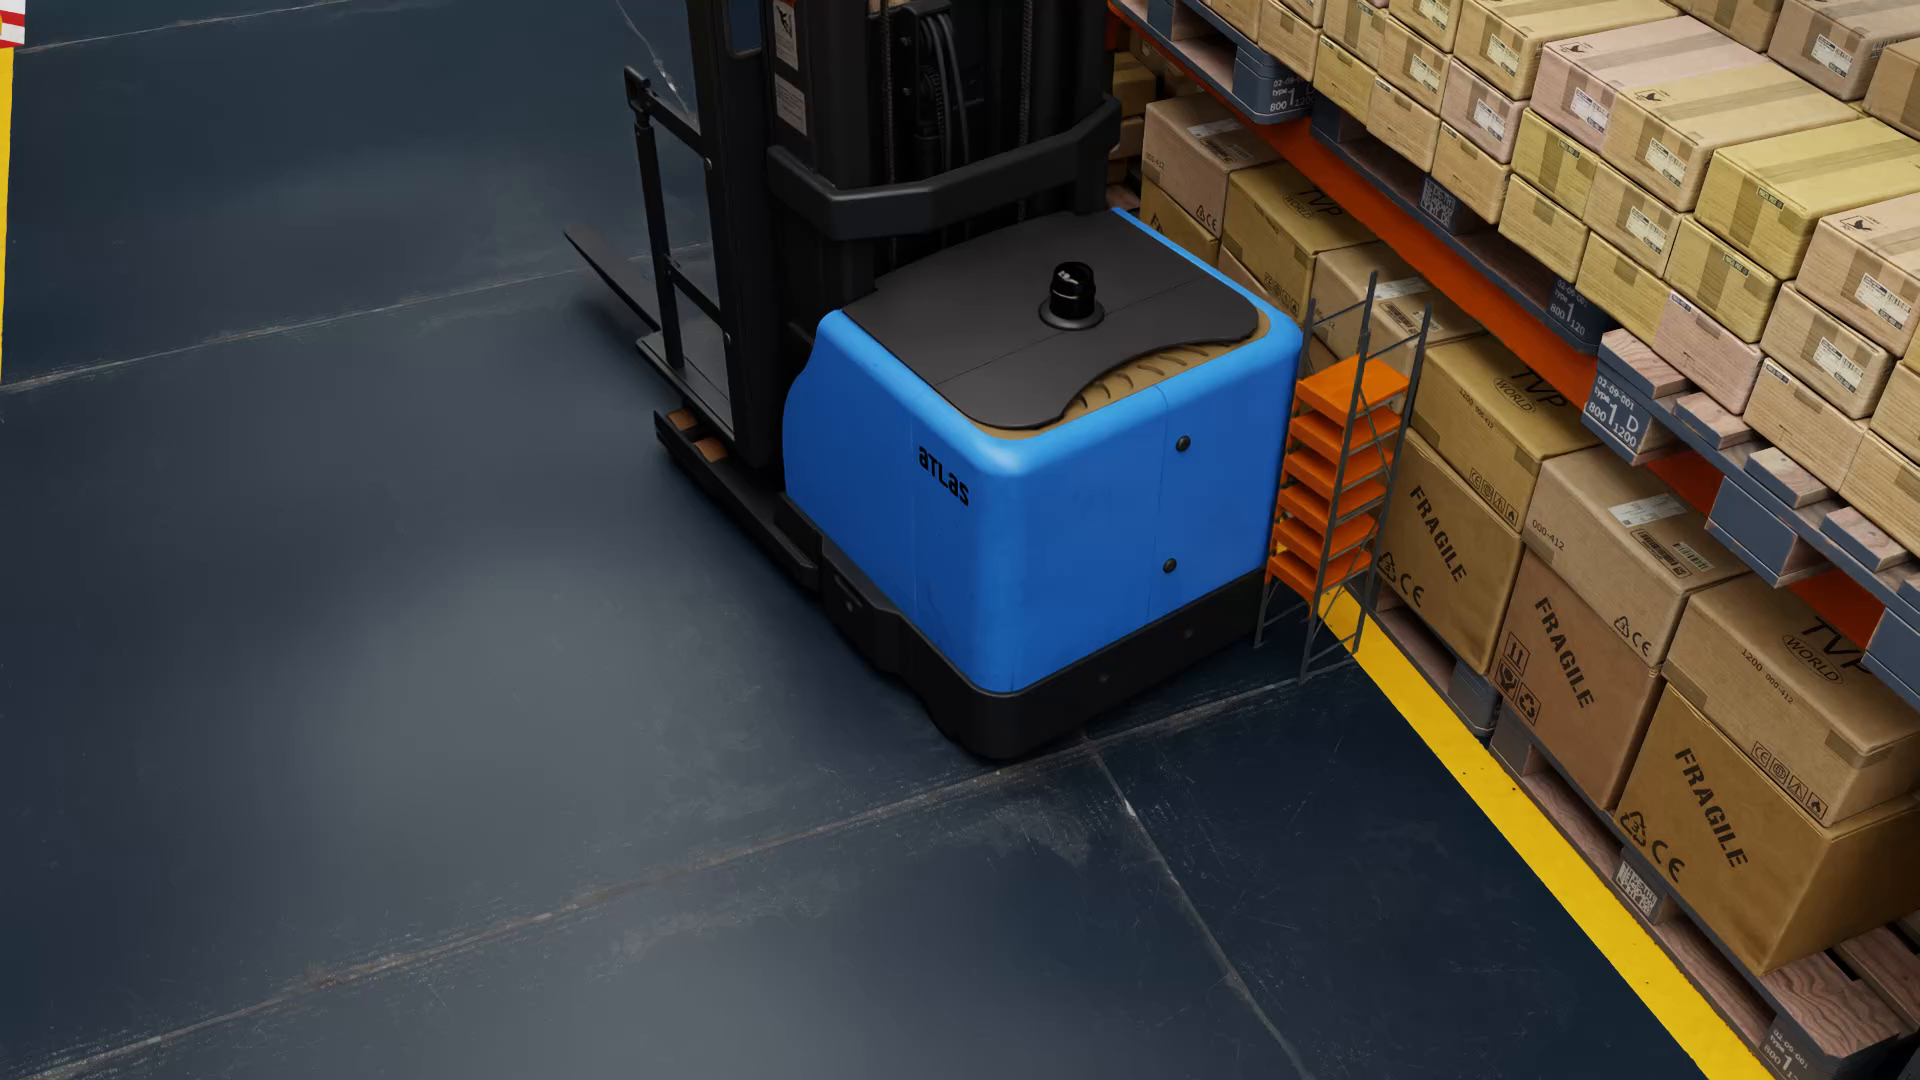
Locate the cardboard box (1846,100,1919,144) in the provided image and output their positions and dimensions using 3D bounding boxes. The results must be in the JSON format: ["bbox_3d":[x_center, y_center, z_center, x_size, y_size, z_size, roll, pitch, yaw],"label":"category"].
[{"bbox_3d":[2.123,-0.855,3.586,0.380,0.149,0.250,-15,43,-17],"label":"cardboard box"}]

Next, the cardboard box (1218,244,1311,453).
[{"bbox_3d":[1.141,-0.654,5.305,0.500,0.500,0.500,-13,42,-15],"label":"cardboard box"}]

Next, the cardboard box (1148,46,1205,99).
[{"bbox_3d":[0.959,-1.835,6.492,0.380,0.149,0.250,-13,42,-15],"label":"cardboard box"}]

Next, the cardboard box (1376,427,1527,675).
[{"bbox_3d":[1.524,-0.033,4.583,0.500,0.500,0.500,-17,44,-19],"label":"cardboard box"}]

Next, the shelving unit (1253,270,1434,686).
[{"bbox_3d":[1.012,-0.132,4.483,0.258,1.200,0.189,-25,47,-26],"label":"shelving unit"}]

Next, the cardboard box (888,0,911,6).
[{"bbox_3d":[-0.122,-2.436,7.647,0.380,0.149,0.250,-15,43,-17],"label":"cardboard box"}]

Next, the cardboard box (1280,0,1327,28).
[{"bbox_3d":[1.031,-1.467,4.298,0.380,0.149,0.250,-13,42,-15],"label":"cardboard box"}]

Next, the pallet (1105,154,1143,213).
[{"bbox_3d":[0.610,-1.611,6.961,1.003,0.211,1.213,-15,43,-17],"label":"pallet"}]

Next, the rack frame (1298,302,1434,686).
[{"bbox_3d":[1.066,-0.083,4.427,0.240,1.200,0.006,-25,47,-26],"label":"rack frame"}]

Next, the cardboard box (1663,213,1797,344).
[{"bbox_3d":[1.614,-0.542,3.222,0.380,0.149,0.250,-14,43,-16],"label":"cardboard box"}]

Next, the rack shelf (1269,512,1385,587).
[{"bbox_3d":[1.012,-0.007,4.590,0.258,0.103,0.180,-25,47,-26],"label":"rack shelf"}]

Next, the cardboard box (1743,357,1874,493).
[{"bbox_3d":[1.723,-0.259,3.121,0.380,0.149,0.250,-15,43,-17],"label":"cardboard box"}]

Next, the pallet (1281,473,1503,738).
[{"bbox_3d":[1.669,-0.010,5.100,1.003,0.211,1.213,-15,43,-17],"label":"pallet"}]

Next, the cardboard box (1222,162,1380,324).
[{"bbox_3d":[1.144,-0.937,5.059,0.500,0.250,0.500,-14,43,-16],"label":"cardboard box"}]

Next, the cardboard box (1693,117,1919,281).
[{"bbox_3d":[1.625,-0.643,3.111,0.380,0.149,0.250,-14,43,-16],"label":"cardboard box"}]

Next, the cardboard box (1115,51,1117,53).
[{"bbox_3d":[0.389,-1.869,6.532,0.380,0.149,0.250,-15,43,-16],"label":"cardboard box"}]

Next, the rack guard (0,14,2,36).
[{"bbox_3d":[-5.261,-2.572,7.857,1.175,0.500,0.348,-15,43,-17],"label":"rack guard"}]

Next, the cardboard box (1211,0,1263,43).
[{"bbox_3d":[0.924,-1.515,4.582,0.380,0.149,0.250,-15,43,-16],"label":"cardboard box"}]

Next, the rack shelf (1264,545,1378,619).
[{"bbox_3d":[1.012,0.084,4.668,0.258,0.103,0.180,-25,47,-26],"label":"rack shelf"}]

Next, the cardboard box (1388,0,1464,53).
[{"bbox_3d":[1.227,-1.269,3.840,0.380,0.149,0.250,-14,43,-16],"label":"cardboard box"}]

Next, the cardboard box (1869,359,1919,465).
[{"bbox_3d":[1.820,-0.223,2.852,0.380,0.149,0.250,-14,43,-16],"label":"cardboard box"}]

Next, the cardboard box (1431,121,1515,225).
[{"bbox_3d":[1.331,-0.883,3.847,0.380,0.149,0.250,-14,43,-16],"label":"cardboard box"}]

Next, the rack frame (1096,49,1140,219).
[{"bbox_3d":[0.900,-2.272,5.592,1.000,3.000,0.127,-15,43,-17],"label":"rack frame"}]

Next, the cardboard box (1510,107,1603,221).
[{"bbox_3d":[1.425,-0.843,3.572,0.380,0.149,0.250,-15,43,-17],"label":"cardboard box"}]

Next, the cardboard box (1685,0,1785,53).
[{"bbox_3d":[1.928,-1.270,3.841,0.380,0.149,0.250,-14,43,-16],"label":"cardboard box"}]

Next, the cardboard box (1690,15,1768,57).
[{"bbox_3d":[1.937,-1.156,3.936,0.380,0.149,0.250,-15,43,-17],"label":"cardboard box"}]

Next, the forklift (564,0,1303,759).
[{"bbox_3d":[-0.357,-1.446,4.684,1.130,2.935,3.031,-25,46,-26],"label":"forklift"}]

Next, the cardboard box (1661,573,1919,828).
[{"bbox_3d":[1.926,0.295,3.626,0.500,0.250,0.500,-16,43,-18],"label":"cardboard box"}]

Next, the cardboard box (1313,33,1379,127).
[{"bbox_3d":[1.130,-1.199,4.214,0.380,0.149,0.250,-16,43,-18],"label":"cardboard box"}]

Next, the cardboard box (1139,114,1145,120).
[{"bbox_3d":[0.955,-1.810,6.919,0.380,0.149,0.250,-14,43,-16],"label":"cardboard box"}]

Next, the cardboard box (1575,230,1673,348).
[{"bbox_3d":[1.533,-0.565,3.477,0.380,0.149,0.250,-16,43,-17],"label":"cardboard box"}]

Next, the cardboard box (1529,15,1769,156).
[{"bbox_3d":[1.432,-0.949,3.468,0.380,0.149,0.250,-15,43,-17],"label":"cardboard box"}]

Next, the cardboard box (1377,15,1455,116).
[{"bbox_3d":[1.226,-1.155,3.935,0.380,0.149,0.250,-16,43,-18],"label":"cardboard box"}]

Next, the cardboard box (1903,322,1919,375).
[{"bbox_3d":[1.819,-0.333,2.751,0.380,0.149,0.250,-17,43,-19],"label":"cardboard box"}]

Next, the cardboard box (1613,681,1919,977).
[{"bbox_3d":[1.937,0.595,3.853,0.500,0.500,0.500,-15,43,-17],"label":"cardboard box"}]

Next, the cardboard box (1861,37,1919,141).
[{"bbox_3d":[2.136,-0.949,3.467,0.380,0.149,0.250,-17,43,-19],"label":"cardboard box"}]

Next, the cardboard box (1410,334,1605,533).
[{"bbox_3d":[1.543,-0.317,4.337,0.500,0.250,0.500,-14,43,-16],"label":"cardboard box"}]

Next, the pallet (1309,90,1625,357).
[{"bbox_3d":[1.635,-0.972,4.227,1.003,0.211,1.213,-15,43,-17],"label":"pallet"}]

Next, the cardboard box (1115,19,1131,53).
[{"bbox_3d":[0.766,-2.156,6.865,0.380,0.149,0.250,-16,43,-17],"label":"cardboard box"}]

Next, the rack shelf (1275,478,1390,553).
[{"bbox_3d":[1.012,-0.098,4.512,0.258,0.103,0.180,-25,47,-26],"label":"rack shelf"}]
